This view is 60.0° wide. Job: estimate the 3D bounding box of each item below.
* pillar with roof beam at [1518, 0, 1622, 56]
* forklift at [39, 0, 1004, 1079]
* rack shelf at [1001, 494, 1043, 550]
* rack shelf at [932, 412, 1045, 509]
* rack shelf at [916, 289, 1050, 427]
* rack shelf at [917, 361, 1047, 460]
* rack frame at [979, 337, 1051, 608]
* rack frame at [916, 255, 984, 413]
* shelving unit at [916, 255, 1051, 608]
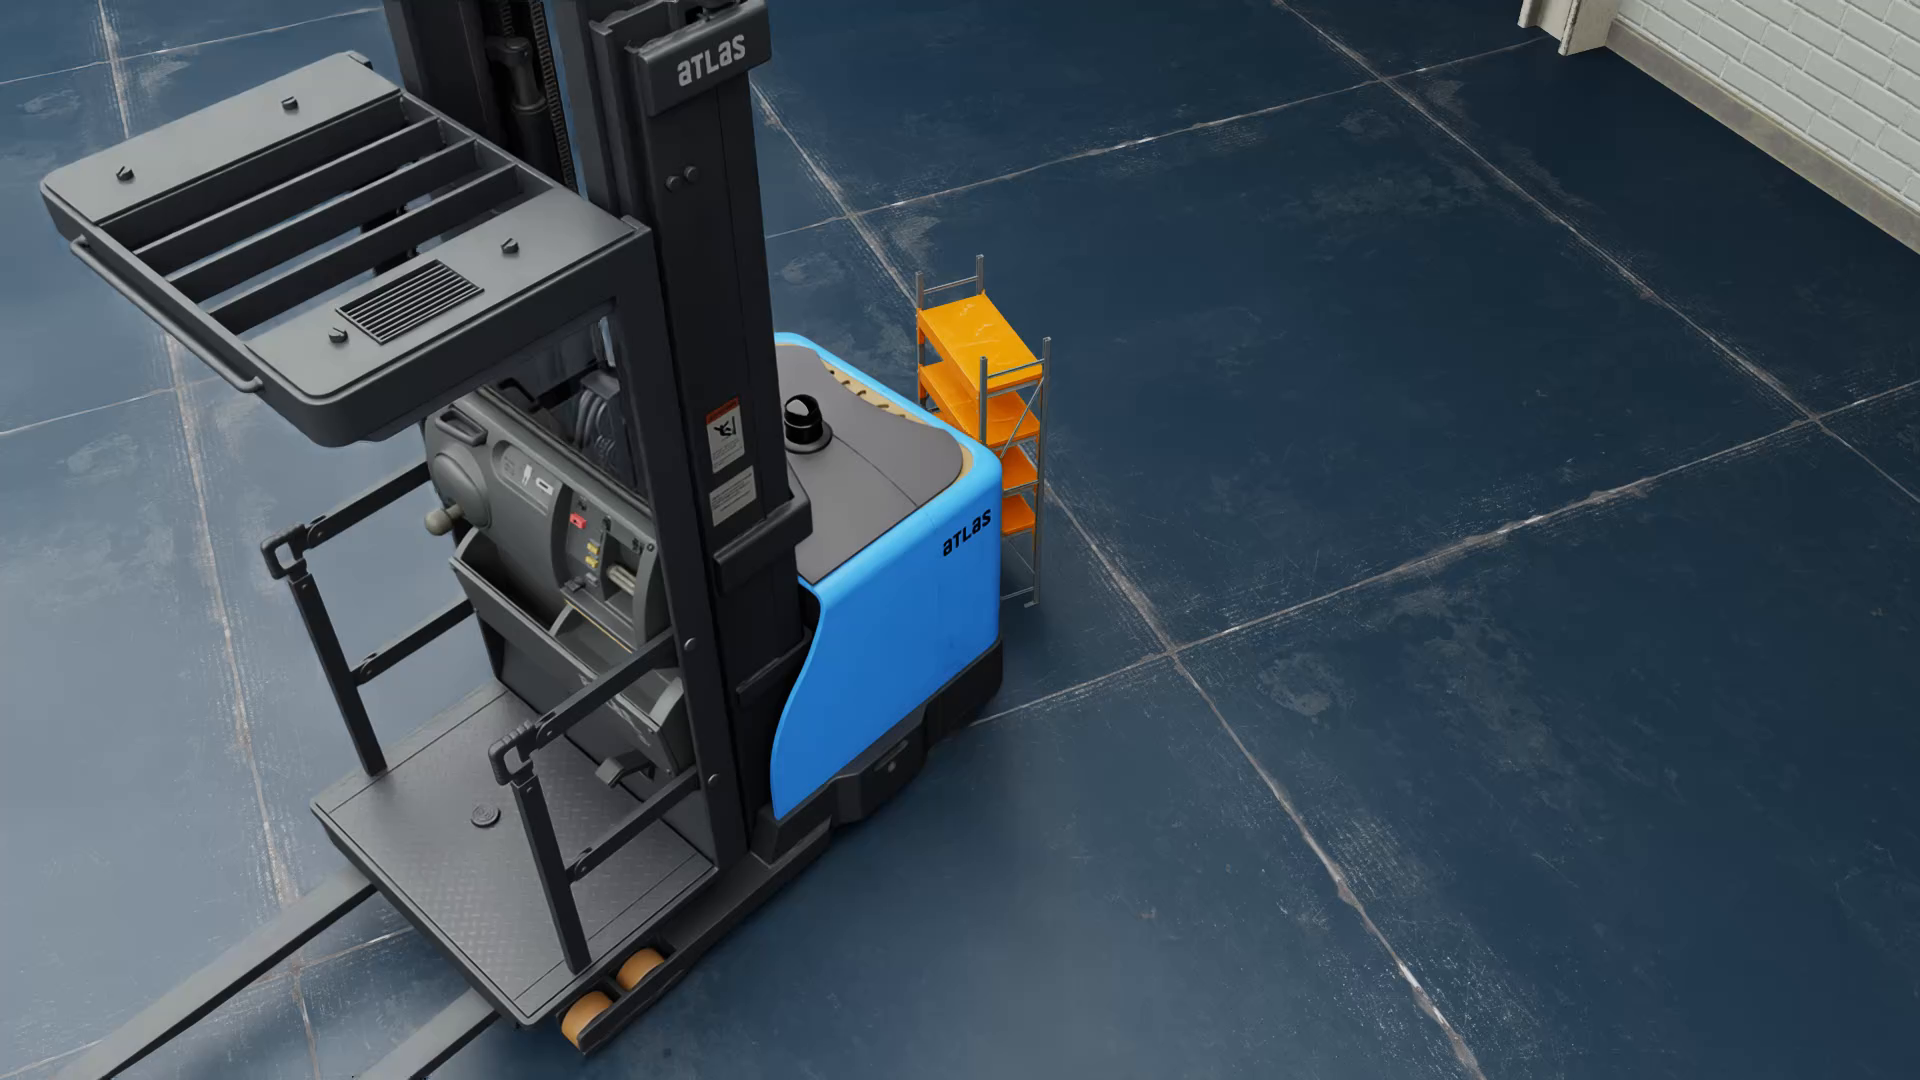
[{"bbox_3d":[-0.628,-4.685,4.591,9.100,9.000,0.400,-18,47,-17],"label":"pillar with roof beam"},{"bbox_3d":[-1.225,0.006,4.158,1.130,2.935,3.031,33,53,29],"label":"forklift"},{"bbox_3d":[0.070,-0.132,5.908,0.258,0.148,0.480,-18,47,-17],"label":"rack shelf"},{"bbox_3d":[0.070,-0.274,5.769,0.258,0.148,0.480,-18,47,-17],"label":"rack shelf"},{"bbox_3d":[0.070,-0.601,5.446,0.258,0.148,0.480,-18,47,-17],"label":"rack shelf"},{"bbox_3d":[0.070,-0.433,5.612,0.258,0.148,0.480,-18,47,-17],"label":"rack shelf"},{"bbox_3d":[0.172,-0.166,5.564,0.240,1.200,0.015,-18,47,-17],"label":"rack frame"},{"bbox_3d":[-0.033,-0.477,5.879,0.240,1.200,0.015,-18,47,-17],"label":"rack frame"},{"bbox_3d":[0.070,-0.322,5.722,0.258,1.200,0.503,-18,47,-17],"label":"shelving unit"}]
